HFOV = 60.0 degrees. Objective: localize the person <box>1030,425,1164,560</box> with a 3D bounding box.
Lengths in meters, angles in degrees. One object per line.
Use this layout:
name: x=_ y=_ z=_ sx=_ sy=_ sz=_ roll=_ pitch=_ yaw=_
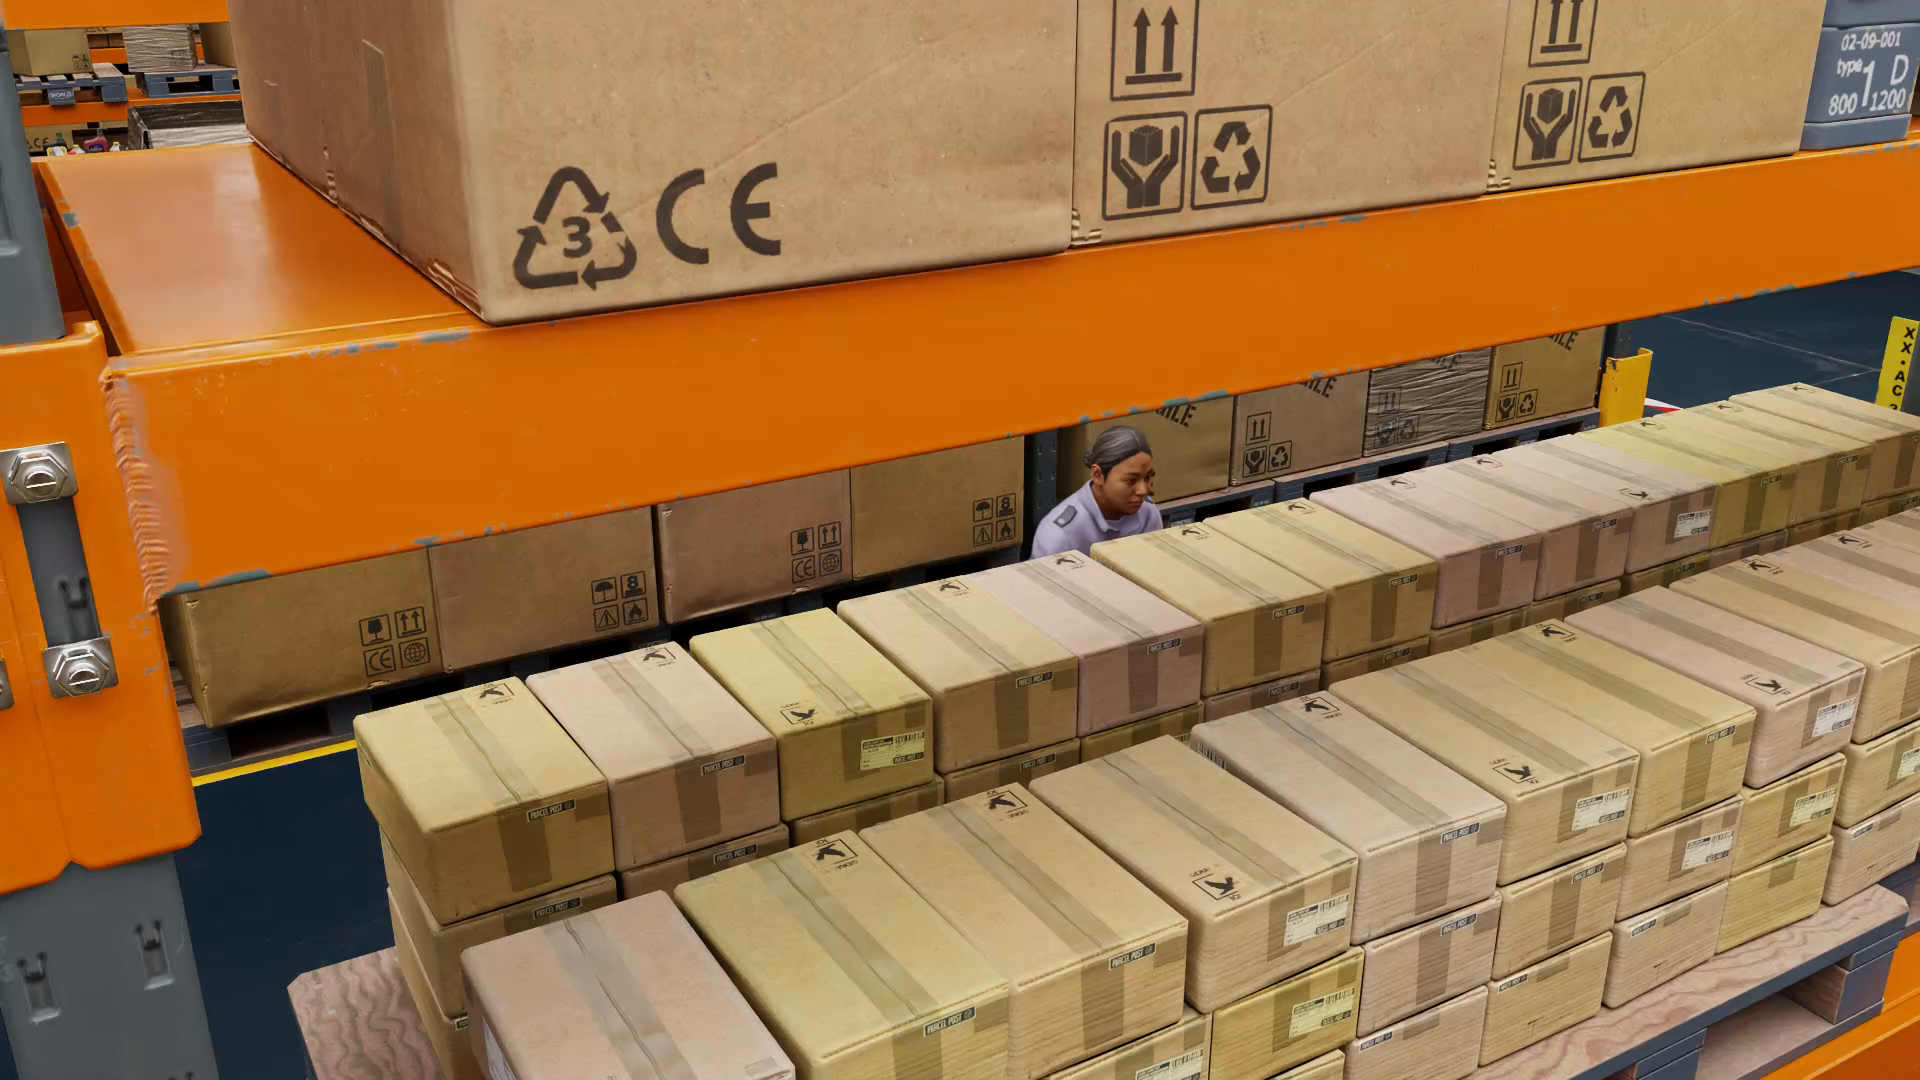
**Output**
person: x=0.397 y=0.433 z=5.022 sx=0.553 sy=1.650 sz=0.363 roll=-14 pitch=26 yaw=-31
